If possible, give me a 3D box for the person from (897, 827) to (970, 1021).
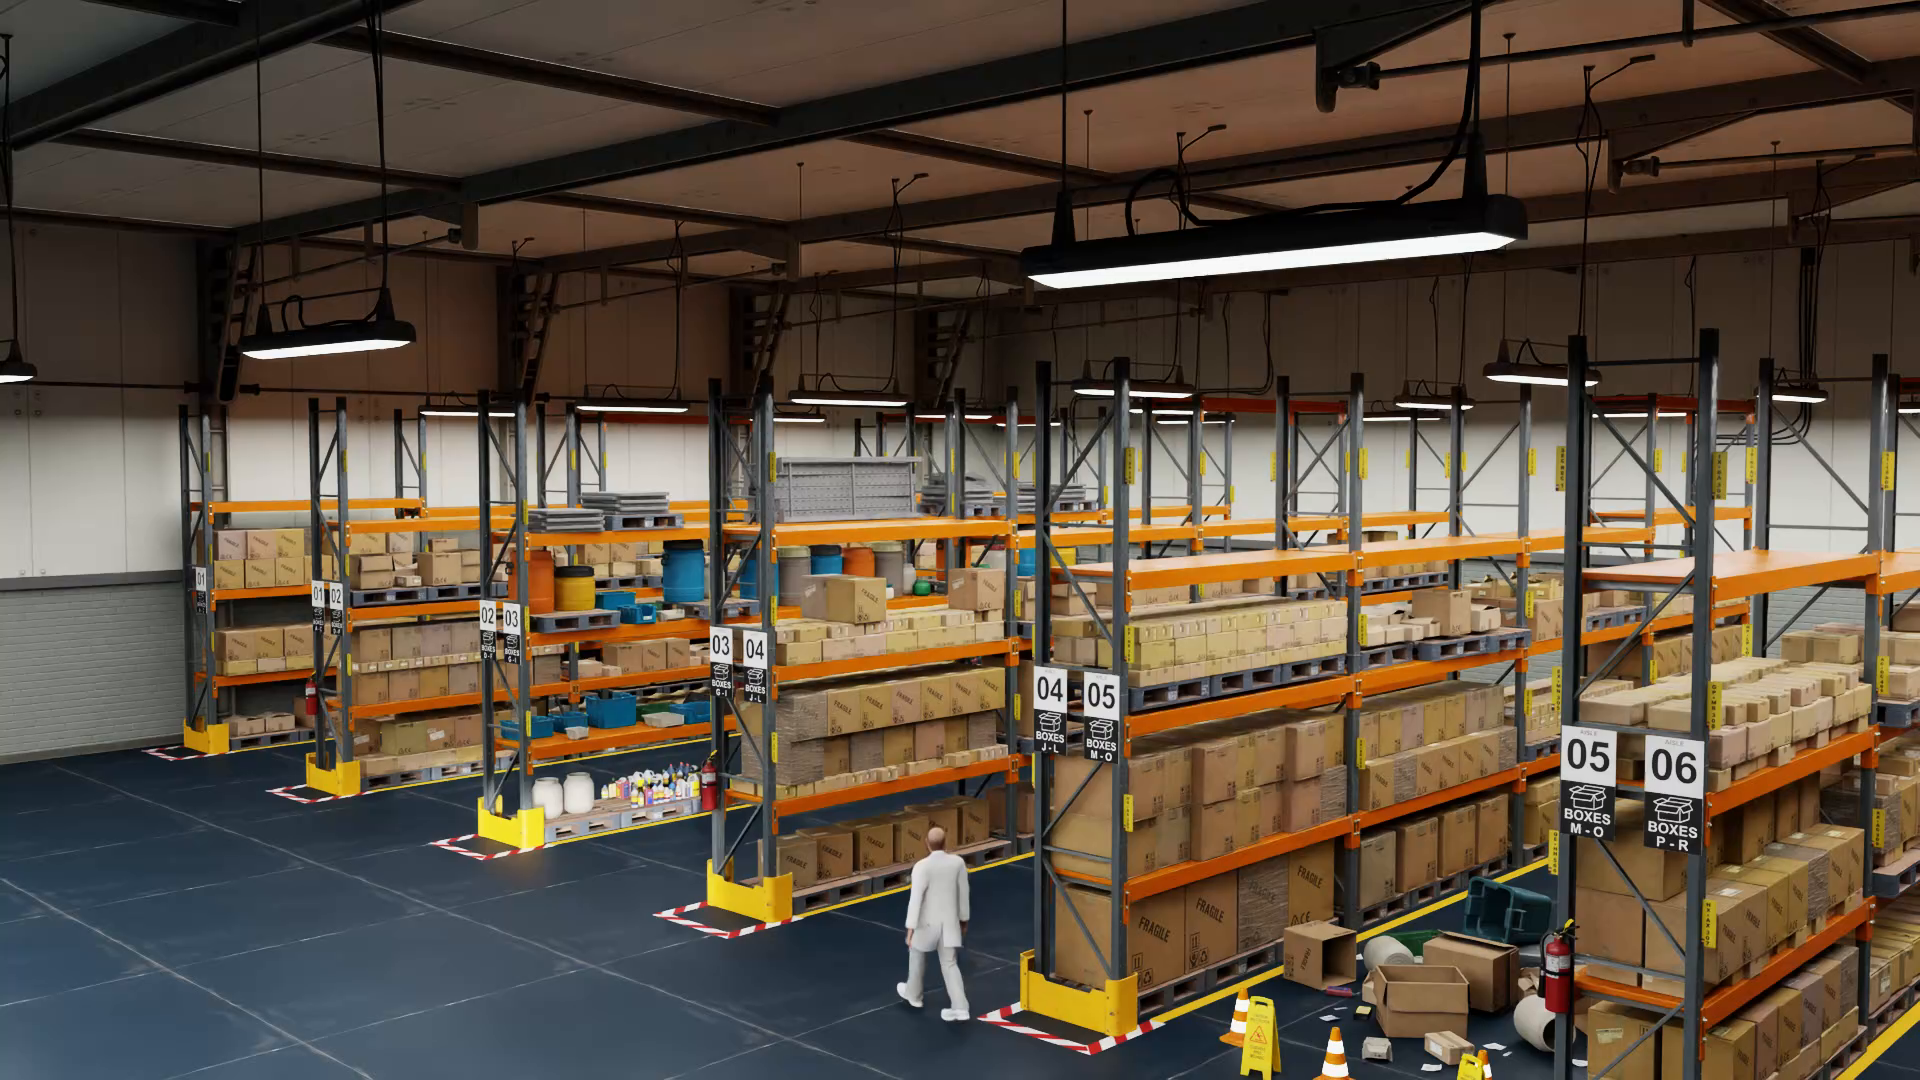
[{"bbox_3d":[-0.222,3.493,15.241,0.686,1.728,1.153,-1,3,-21],"label":"person"}]
